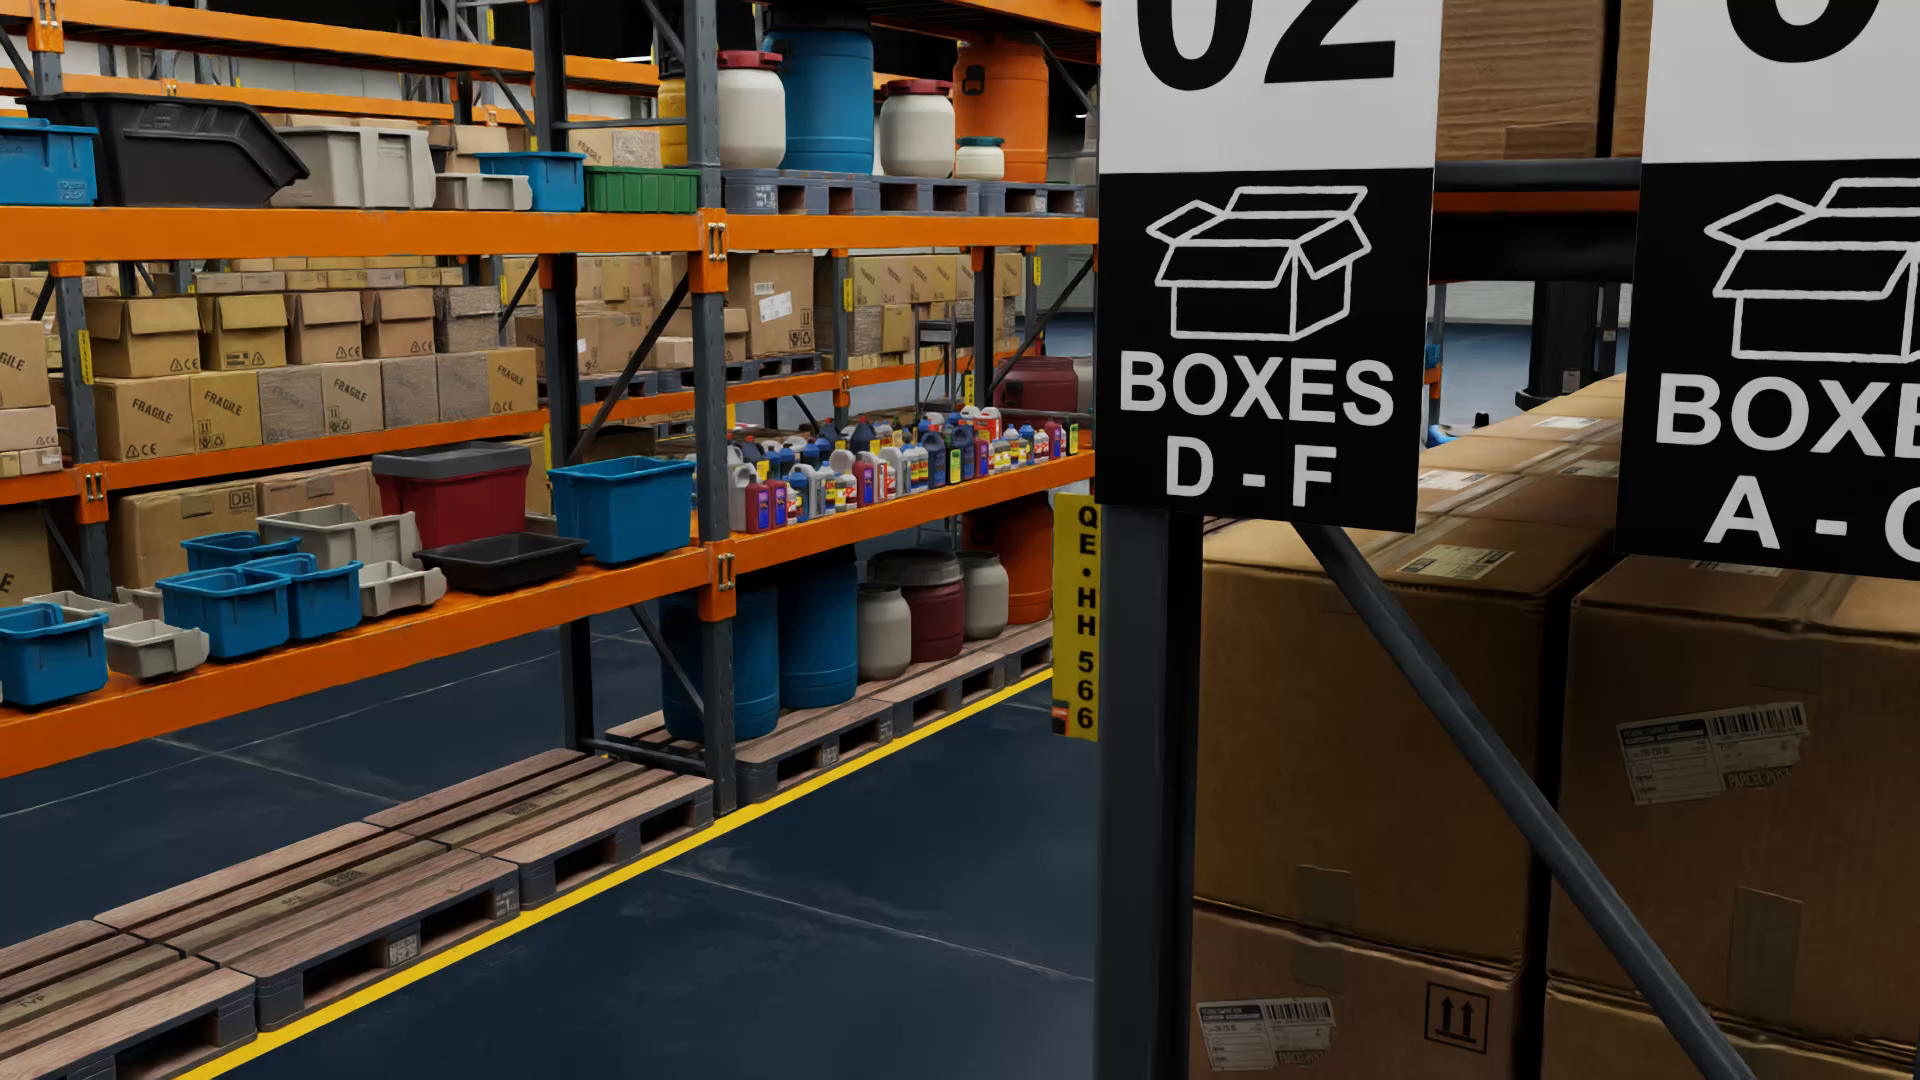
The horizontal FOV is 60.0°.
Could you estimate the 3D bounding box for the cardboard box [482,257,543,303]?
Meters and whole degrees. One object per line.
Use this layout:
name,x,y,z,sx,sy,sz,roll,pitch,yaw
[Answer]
cardboard box,-5.384,-3.197,20.453,0.875,0.550,0.550,6,12,31

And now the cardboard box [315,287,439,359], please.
cardboard box,-4.415,-1.648,12.523,0.797,0.503,0.637,7,13,32

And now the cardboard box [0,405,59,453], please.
cardboard box,-5.763,-0.670,9.898,0.500,0.250,0.500,6,12,30

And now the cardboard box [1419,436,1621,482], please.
cardboard box,1.153,0.085,3.273,0.500,0.500,0.500,7,13,32

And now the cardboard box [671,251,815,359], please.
cardboard box,-2.137,-2.340,16.447,1.000,1.000,1.000,6,12,31

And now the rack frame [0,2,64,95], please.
rack frame,-5.758,-3.641,9.864,1.000,3.000,0.127,6,12,31

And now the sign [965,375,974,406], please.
sign,0.078,-0.980,11.509,0.100,0.325,0.005,6,12,31

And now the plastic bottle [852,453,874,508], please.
plastic bottle,-0.509,-0.319,8.736,0.061,0.283,0.133,6,12,31

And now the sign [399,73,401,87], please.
sign,-8.461,-7.025,25.186,0.100,0.325,0.005,6,12,31

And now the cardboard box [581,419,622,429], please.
cardboard box,-4.940,-1.837,21.162,0.875,0.875,0.875,6,12,31

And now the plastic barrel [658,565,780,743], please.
plastic barrel,-1.228,0.522,8.492,0.600,0.901,0.708,6,12,31

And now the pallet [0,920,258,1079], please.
pallet,-3.140,1.654,5.458,1.003,0.211,1.213,6,12,31

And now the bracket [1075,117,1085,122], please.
bracket,3.951,-13.817,54.437,0.235,0.232,0.430,6,12,31

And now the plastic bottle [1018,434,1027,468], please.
plastic bottle,0.360,-0.548,10.183,0.097,0.201,0.097,0,11,0

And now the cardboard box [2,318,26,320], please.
cardboard box,-8.404,-1.863,14.592,0.380,0.149,0.250,7,13,33

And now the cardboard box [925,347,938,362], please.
cardboard box,-0.468,-2.069,18.454,0.380,0.149,0.250,6,12,31

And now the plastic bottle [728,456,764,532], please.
plastic bottle,-1.044,-0.226,8.058,0.144,0.351,0.185,6,12,31

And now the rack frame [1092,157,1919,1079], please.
rack frame,0.630,0.884,1.998,1.000,3.000,0.127,6,12,31

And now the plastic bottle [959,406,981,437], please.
plastic bottle,0.051,-0.750,11.062,0.152,0.276,0.135,6,12,31

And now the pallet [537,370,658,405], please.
pallet,-3.402,-1.350,14.447,1.213,0.211,1.003,6,12,31

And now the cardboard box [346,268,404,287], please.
cardboard box,-6.572,-2.742,18.374,0.700,0.500,0.500,6,12,31

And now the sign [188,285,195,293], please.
sign,-7.399,-2.291,16.024,0.100,0.325,0.005,6,12,31

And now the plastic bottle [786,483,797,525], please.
plastic bottle,-0.856,-0.179,8.216,0.097,0.201,0.097,0,11,0

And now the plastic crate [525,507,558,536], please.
plastic crate,-1.889,-0.060,7.589,0.396,0.136,0.243,6,12,31

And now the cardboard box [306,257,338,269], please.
cardboard box,-9.093,-3.787,23.150,0.700,0.500,0.500,6,12,29

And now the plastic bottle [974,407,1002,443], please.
plastic bottle,0.181,-0.736,10.984,0.152,0.276,0.135,6,12,31

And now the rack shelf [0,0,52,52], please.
rack shelf,-6.796,-2.777,8.287,1.077,0.370,4.000,6,12,31

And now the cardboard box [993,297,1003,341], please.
cardboard box,0.006,-2.601,19.531,0.875,0.500,0.500,6,12,31

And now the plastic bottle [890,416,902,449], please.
plastic bottle,-0.418,-0.628,10.389,0.061,0.283,0.133,6,12,31

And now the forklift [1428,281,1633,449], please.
forklift,5.445,-1.253,13.595,3.031,2.935,1.130,2,11,10

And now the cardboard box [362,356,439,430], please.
cardboard box,-4.256,-1.110,12.373,0.500,0.500,0.500,6,12,29

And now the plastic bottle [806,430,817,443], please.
plastic bottle,-0.874,-0.490,9.652,0.061,0.283,0.133,6,12,31

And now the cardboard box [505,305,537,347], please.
cardboard box,-5.610,-2.573,20.055,0.875,0.550,0.550,6,12,31

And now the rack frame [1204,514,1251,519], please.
rack frame,2.629,-1.477,14.609,1.000,3.000,0.127,6,12,31

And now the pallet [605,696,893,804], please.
pallet,-1.089,1.034,8.772,1.003,0.211,1.213,6,12,31

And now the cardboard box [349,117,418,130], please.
cardboard box,-4.309,-2.805,12.134,0.500,0.500,0.500,7,13,34

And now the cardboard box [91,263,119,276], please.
cardboard box,-10.590,-3.369,20.728,0.380,0.149,0.250,6,12,28

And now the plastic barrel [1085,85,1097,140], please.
plastic barrel,1.164,-2.678,11.506,0.600,0.901,0.600,0,11,0

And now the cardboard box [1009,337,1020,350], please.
cardboard box,0.501,-2.392,20.175,0.380,0.149,0.250,6,12,31

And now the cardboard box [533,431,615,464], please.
cardboard box,-3.359,-0.786,14.475,0.500,0.250,0.500,7,13,33

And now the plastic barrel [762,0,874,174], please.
plastic barrel,-0.769,-2.430,9.040,0.600,0.901,0.708,6,12,31

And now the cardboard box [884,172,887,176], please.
cardboard box,-0.529,-4.288,19.029,0.500,0.500,0.500,6,12,30

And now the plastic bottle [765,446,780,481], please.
plastic bottle,-1.029,-0.377,9.079,0.097,0.271,0.097,0,11,0

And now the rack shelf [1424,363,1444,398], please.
rack shelf,3.667,-1.438,16.356,1.077,0.370,4.000,6,12,31

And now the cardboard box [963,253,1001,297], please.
cardboard box,0.143,-3.077,19.357,0.500,0.500,0.500,6,12,31

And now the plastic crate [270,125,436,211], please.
plastic crate,-2.187,-1.325,5.968,0.437,0.282,0.530,6,12,31

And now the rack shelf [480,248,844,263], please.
rack shelf,-2.643,-2.757,15.247,1.077,0.370,4.000,6,12,31

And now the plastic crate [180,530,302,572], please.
plastic crate,-2.754,0.115,6.394,0.416,0.233,0.300,6,12,31

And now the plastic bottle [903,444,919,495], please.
plastic bottle,-0.274,-0.390,9.151,0.097,0.271,0.097,0,11,0

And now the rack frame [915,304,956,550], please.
rack frame,-0.213,-0.968,14.331,0.400,2.100,0.015,6,12,31

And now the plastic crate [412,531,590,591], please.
plastic crate,-1.876,0.088,6.831,0.437,0.125,0.590,6,12,31

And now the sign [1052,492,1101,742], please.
sign,0.166,0.103,2.162,0.100,0.325,0.005,6,12,31

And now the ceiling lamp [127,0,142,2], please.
ceiling lamp,-12.368,-9.001,22.629,0.800,3.185,2.000,6,12,31

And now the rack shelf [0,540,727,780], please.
rack shelf,-2.563,0.449,6.275,1.077,0.370,4.000,6,12,31

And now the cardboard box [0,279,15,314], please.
cardboard box,-11.455,-2.801,19.460,0.500,0.500,0.500,7,13,34

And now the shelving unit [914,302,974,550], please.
shelving unit,-0.086,-1.006,14.536,0.431,2.100,0.503,6,12,31

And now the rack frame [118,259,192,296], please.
rack frame,-7.868,-1.811,16.393,1.000,3.000,0.127,6,12,31
